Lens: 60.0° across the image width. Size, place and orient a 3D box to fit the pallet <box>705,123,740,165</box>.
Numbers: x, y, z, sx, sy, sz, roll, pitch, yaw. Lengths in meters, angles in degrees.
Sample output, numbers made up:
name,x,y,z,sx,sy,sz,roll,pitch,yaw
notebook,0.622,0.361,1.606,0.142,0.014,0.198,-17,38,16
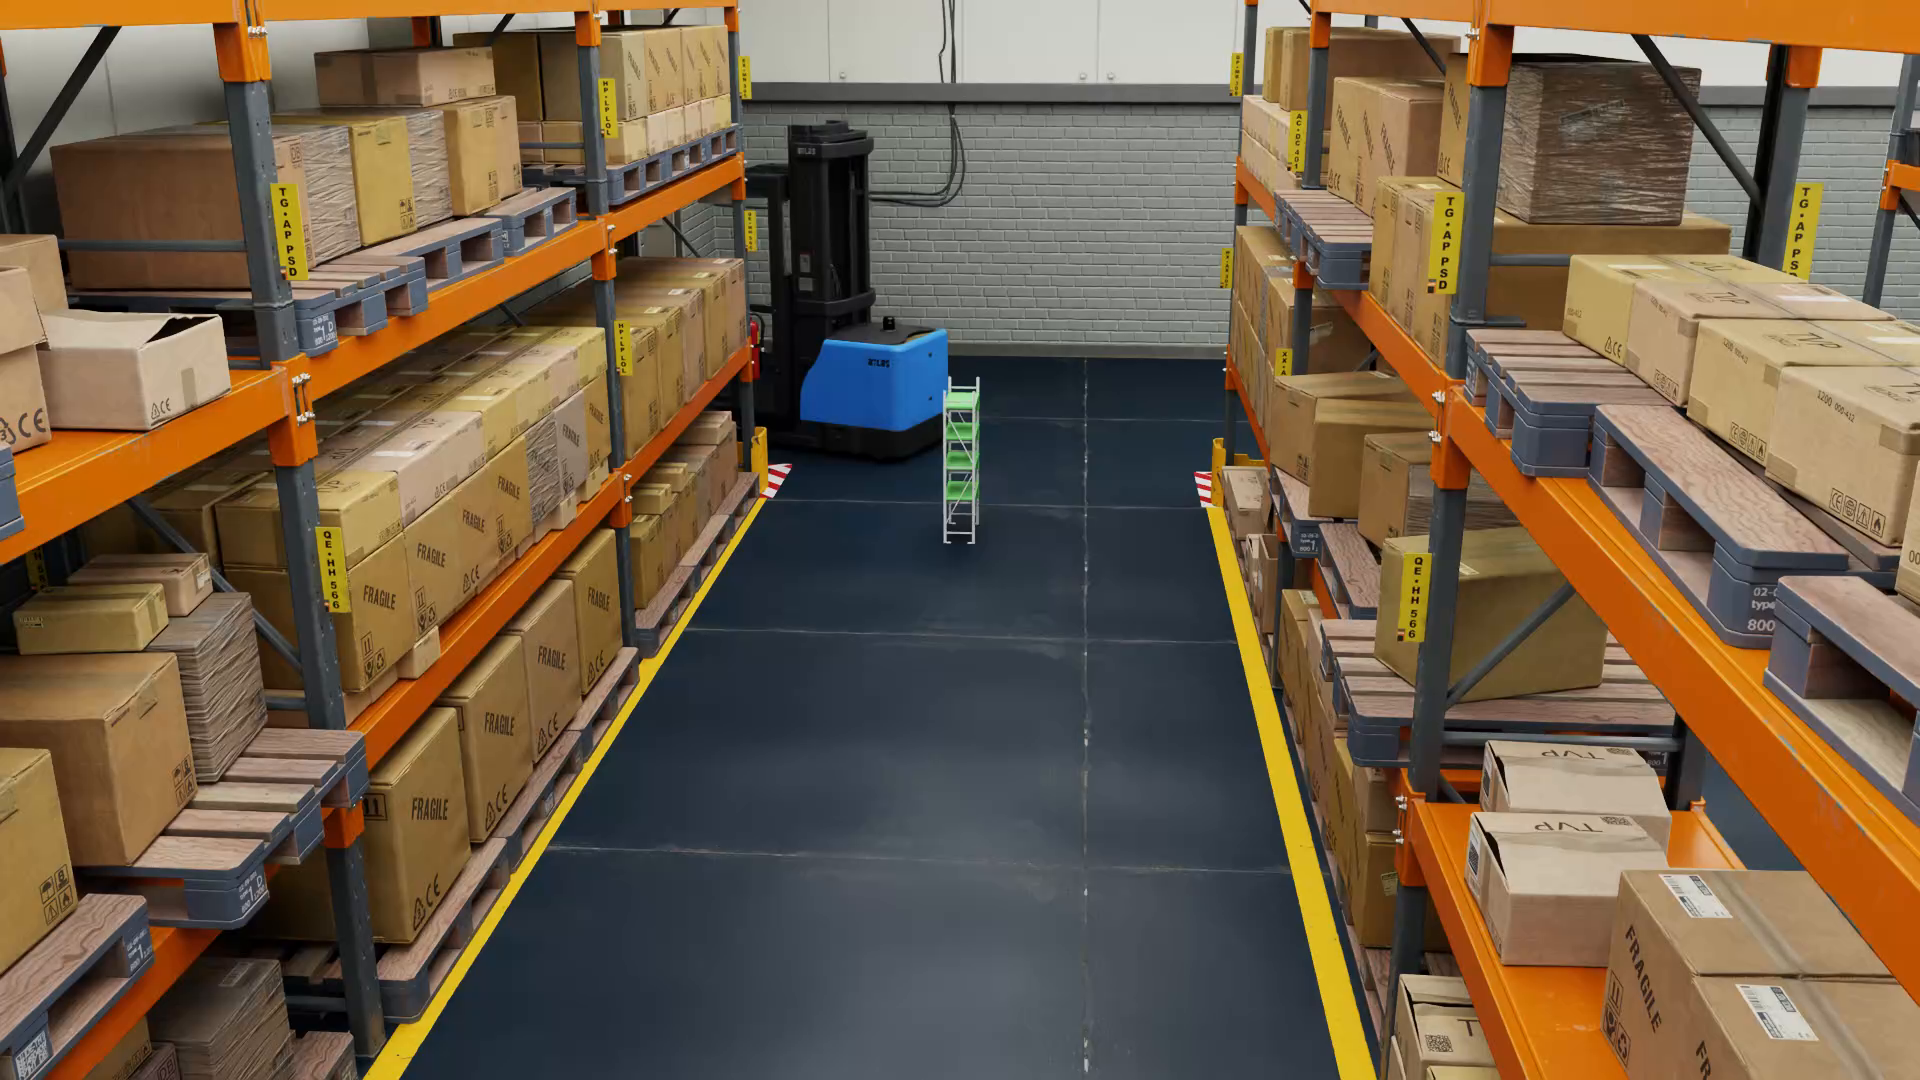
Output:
name,x,y,z,sx,sy,sz,roll,pitch,yaw
pallet,-2.291,-3.024,12.660,1.003,0.211,1.213,1,18,4

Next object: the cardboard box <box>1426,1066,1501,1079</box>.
name,x,y,z,sx,sy,sz,roll,pitch,yaw
cardboard box,1.760,1.883,5.201,0.500,0.311,0.500,1,18,3

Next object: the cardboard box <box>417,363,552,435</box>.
name,x,y,z,sx,sy,sz,roll,pitch,yaw
cardboard box,-2.396,-0.716,8.417,0.500,0.250,0.500,2,18,5

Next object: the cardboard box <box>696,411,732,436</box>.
name,x,y,z,sx,sy,sz,roll,pitch,yaw
cardboard box,-2.026,-0.928,13.236,0.380,0.149,0.250,1,18,3

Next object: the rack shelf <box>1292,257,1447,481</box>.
name,x,y,z,sx,sy,sz,roll,pitch,yaw
rack shelf,2.263,-0.982,7.441,1.077,0.370,4.000,1,18,4

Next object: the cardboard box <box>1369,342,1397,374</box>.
name,x,y,z,sx,sy,sz,roll,pitch,yaw
cardboard box,2.721,-1.182,9.948,0.500,0.500,0.500,2,18,5

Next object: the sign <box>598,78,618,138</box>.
name,x,y,z,sx,sy,sz,roll,pitch,yaw
sign,-1.993,-2.441,9.402,0.100,0.325,0.005,1,18,4

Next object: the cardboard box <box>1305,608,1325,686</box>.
name,x,y,z,sx,sy,sz,roll,pitch,yaw
cardboard box,2.057,0.558,8.506,0.500,0.250,0.500,1,18,4

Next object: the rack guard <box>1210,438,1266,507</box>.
name,x,y,z,sx,sy,sz,roll,pitch,yaw
rack guard,2.687,-0.551,13.801,1.175,0.500,0.348,1,18,4

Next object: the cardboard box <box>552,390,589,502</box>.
name,x,y,z,sx,sy,sz,roll,pitch,yaw
cardboard box,-2.344,-0.520,9.022,0.500,0.500,0.500,1,18,4

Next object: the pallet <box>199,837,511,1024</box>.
name,x,y,z,sx,sy,sz,roll,pitch,yaw
pallet,-2.690,1.695,7.411,1.003,0.211,1.213,1,18,4

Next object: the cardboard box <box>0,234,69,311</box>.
name,x,y,z,sx,sy,sz,roll,pitch,yaw
cardboard box,-3.103,-0.651,5.082,0.500,0.500,0.500,1,18,4

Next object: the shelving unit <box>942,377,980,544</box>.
name,x,y,z,sx,sy,sz,roll,pitch,yaw
shelving unit,0.012,-0.622,12.893,0.258,1.200,0.503,1,18,4

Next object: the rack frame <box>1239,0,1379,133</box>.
name,x,y,z,sx,sy,sz,roll,pitch,yaw
rack frame,2.693,-4.613,12.549,1.000,3.000,0.127,1,18,4

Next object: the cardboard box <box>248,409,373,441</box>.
name,x,y,z,sx,sy,sz,roll,pitch,yaw
cardboard box,-2.967,-0.408,7.477,0.500,0.250,0.500,1,18,3

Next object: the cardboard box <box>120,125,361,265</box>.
name,x,y,z,sx,sy,sz,roll,pitch,yaw
cardboard box,-2.859,-1.386,6.653,0.700,0.500,0.500,0,18,1

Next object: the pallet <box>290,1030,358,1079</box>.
name,x,y,z,sx,sy,sz,roll,pitch,yaw
pallet,-2.879,2.181,5.928,1.003,0.211,1.213,1,18,4

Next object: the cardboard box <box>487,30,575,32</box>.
name,x,y,z,sx,sy,sz,roll,pitch,yaw
cardboard box,-2.681,-2.969,10.552,0.500,0.500,0.500,1,18,2

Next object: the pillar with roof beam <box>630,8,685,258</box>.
name,x,y,z,sx,sy,sz,roll,pitch,yaw
pillar with roof beam,1.376,-5.484,15.208,9.100,9.000,0.400,1,18,4

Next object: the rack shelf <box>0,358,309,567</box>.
name,x,y,z,sx,sy,sz,roll,pitch,yaw
rack shelf,-2.965,0.151,3.984,1.077,0.370,4.000,1,18,4

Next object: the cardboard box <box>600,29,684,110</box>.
name,x,y,z,sx,sy,sz,roll,pitch,yaw
cardboard box,-2.144,-3.115,10.997,0.500,0.500,0.500,1,18,4

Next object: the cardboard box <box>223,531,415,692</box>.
name,x,y,z,sx,sy,sz,roll,pitch,yaw
cardboard box,-2.532,0.270,6.613,0.500,0.500,0.500,2,18,6

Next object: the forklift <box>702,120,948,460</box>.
name,x,y,z,sx,sy,sz,roll,pitch,yaw
forklift,-1.658,-2.410,15.572,3.031,2.935,1.130,8,20,24

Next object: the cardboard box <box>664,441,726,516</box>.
name,x,y,z,sx,sy,sz,roll,pitch,yaw
cardboard box,-2.235,-0.508,12.997,0.700,0.500,0.500,1,18,4

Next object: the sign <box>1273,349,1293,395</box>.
name,x,y,z,sx,sy,sz,roll,pitch,yaw
sign,1.864,-0.941,9.587,0.100,0.325,0.005,1,18,4

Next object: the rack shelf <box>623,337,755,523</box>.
name,x,y,z,sx,sy,sz,roll,pitch,yaw
rack shelf,-2.392,-0.908,12.034,1.077,0.370,4.000,1,18,4

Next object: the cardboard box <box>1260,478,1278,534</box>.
name,x,y,z,sx,sy,sz,roll,pitch,yaw
cardboard box,2.536,-0.126,11.793,0.797,0.503,0.637,1,18,4

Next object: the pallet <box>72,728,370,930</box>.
name,x,y,z,sx,sy,sz,roll,pitch,yaw
pallet,-2.767,0.928,5.582,1.213,0.211,1.003,1,18,4

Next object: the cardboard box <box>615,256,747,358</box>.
name,x,y,z,sx,sy,sz,roll,pitch,yaw
cardboard box,-2.275,-1.855,13.287,0.980,0.700,0.700,2,18,6

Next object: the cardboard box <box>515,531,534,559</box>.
name,x,y,z,sx,sy,sz,roll,pitch,yaw
cardboard box,-2.412,-0.014,8.521,0.380,0.149,0.250,1,18,2

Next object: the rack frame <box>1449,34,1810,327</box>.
name,x,y,z,sx,sy,sz,roll,pitch,yaw
rack frame,2.119,-2.128,4.966,1.000,3.000,0.127,1,18,4

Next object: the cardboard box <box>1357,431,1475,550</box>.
name,x,y,z,sx,sy,sz,roll,pitch,yaw
cardboard box,2.341,-0.217,7.932,0.700,0.500,0.500,-3,18,-10

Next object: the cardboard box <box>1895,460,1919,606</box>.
name,x,y,z,sx,sy,sz,roll,pitch,yaw
cardboard box,1.923,0.049,2.704,0.500,0.250,0.500,0,18,-1

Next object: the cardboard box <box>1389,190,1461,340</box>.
name,x,y,z,sx,sy,sz,roll,pitch,yaw
cardboard box,2.154,-1.045,6.317,0.910,0.500,0.500,1,18,4

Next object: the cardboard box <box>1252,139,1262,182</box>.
name,x,y,z,sx,sy,sz,roll,pitch,yaw
cardboard box,2.319,-2.652,11.623,0.500,0.250,0.500,1,18,4

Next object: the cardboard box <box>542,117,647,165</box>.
name,x,y,z,sx,sy,sz,roll,pitch,yaw
cardboard box,-2.223,-2.439,10.138,0.500,0.250,0.500,1,18,4

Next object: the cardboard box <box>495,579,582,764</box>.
name,x,y,z,sx,sy,sz,roll,pitch,yaw
cardboard box,-2.513,0.674,8.828,0.750,0.750,0.750,2,18,6

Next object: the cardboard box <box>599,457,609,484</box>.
name,x,y,z,sx,sy,sz,roll,pitch,yaw
cardboard box,-2.277,-0.408,9.722,0.380,0.149,0.250,1,18,4

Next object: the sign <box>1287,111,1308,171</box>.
name,x,y,z,sx,sy,sz,roll,pitch,yaw
sign,1.864,-2.201,9.174,0.100,0.325,0.005,1,18,4

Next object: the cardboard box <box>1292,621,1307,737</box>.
name,x,y,z,sx,sy,sz,roll,pitch,yaw
cardboard box,2.101,0.770,9.064,0.500,0.500,0.500,2,18,5

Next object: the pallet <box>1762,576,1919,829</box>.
name,x,y,z,sx,sy,sz,roll,pitch,yaw
pallet,1.883,0.356,2.509,0.805,0.209,1.217,1,18,2

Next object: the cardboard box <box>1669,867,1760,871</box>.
name,x,y,z,sx,sy,sz,roll,pitch,yaw
cardboard box,2.330,1.127,5.068,0.380,0.149,0.250,1,18,4

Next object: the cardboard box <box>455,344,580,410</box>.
name,x,y,z,sx,sy,sz,roll,pitch,yaw
cardboard box,-2.360,-0.875,8.900,0.500,0.250,0.500,2,18,5

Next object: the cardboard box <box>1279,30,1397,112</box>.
name,x,y,z,sx,sy,sz,roll,pitch,yaw
cardboard box,2.494,-3.086,10.940,0.700,0.500,0.500,1,18,4

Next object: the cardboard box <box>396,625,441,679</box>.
name,x,y,z,sx,sy,sz,roll,pitch,yaw
cardboard box,-2.437,0.467,7.051,0.380,0.149,0.250,2,18,6

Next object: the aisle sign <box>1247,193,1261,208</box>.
name,x,y,z,sx,sy,sz,roll,pitch,yaw
aisle sign,2.405,-3.025,13.163,0.394,0.787,0.004,1,18,4

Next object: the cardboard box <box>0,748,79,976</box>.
name,x,y,z,sx,sy,sz,roll,pitch,yaw
cardboard box,-2.913,0.890,4.522,0.700,0.500,0.500,1,18,4

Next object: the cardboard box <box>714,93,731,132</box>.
name,x,y,z,sx,sy,sz,roll,pitch,yaw
cardboard box,-2.036,-3.239,12.580,0.500,0.250,0.500,2,18,6

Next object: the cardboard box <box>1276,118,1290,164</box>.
name,x,y,z,sx,sy,sz,roll,pitch,yaw
cardboard box,2.209,-2.424,10.124,0.500,0.250,0.500,1,18,4

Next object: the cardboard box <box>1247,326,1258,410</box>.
name,x,y,z,sx,sy,sz,roll,pitch,yaw
cardboard box,2.290,-1.206,11.627,0.500,0.500,0.500,2,18,5

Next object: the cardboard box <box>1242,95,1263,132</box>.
name,x,y,z,sx,sy,sz,roll,pitch,yaw
cardboard box,2.396,-3.200,12.493,0.500,0.250,0.500,1,18,4

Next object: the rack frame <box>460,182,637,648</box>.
name,x,y,z,sx,sy,sz,roll,pitch,yaw
rack frame,-2.535,-0.629,10.026,1.000,3.000,0.127,1,18,4

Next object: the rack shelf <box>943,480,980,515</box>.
name,x,y,z,sx,sy,sz,roll,pitch,yaw
rack shelf,0.012,-0.333,12.988,0.258,0.148,0.480,1,18,4

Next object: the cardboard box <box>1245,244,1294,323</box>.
name,x,y,z,sx,sy,sz,roll,pitch,yaw
cardboard box,2.327,-1.835,11.940,0.500,0.500,0.500,2,18,5

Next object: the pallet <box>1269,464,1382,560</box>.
name,x,y,z,sx,sy,sz,roll,pitch,yaw
pallet,2.240,-0.183,8.972,1.003,0.211,1.213,1,18,4
